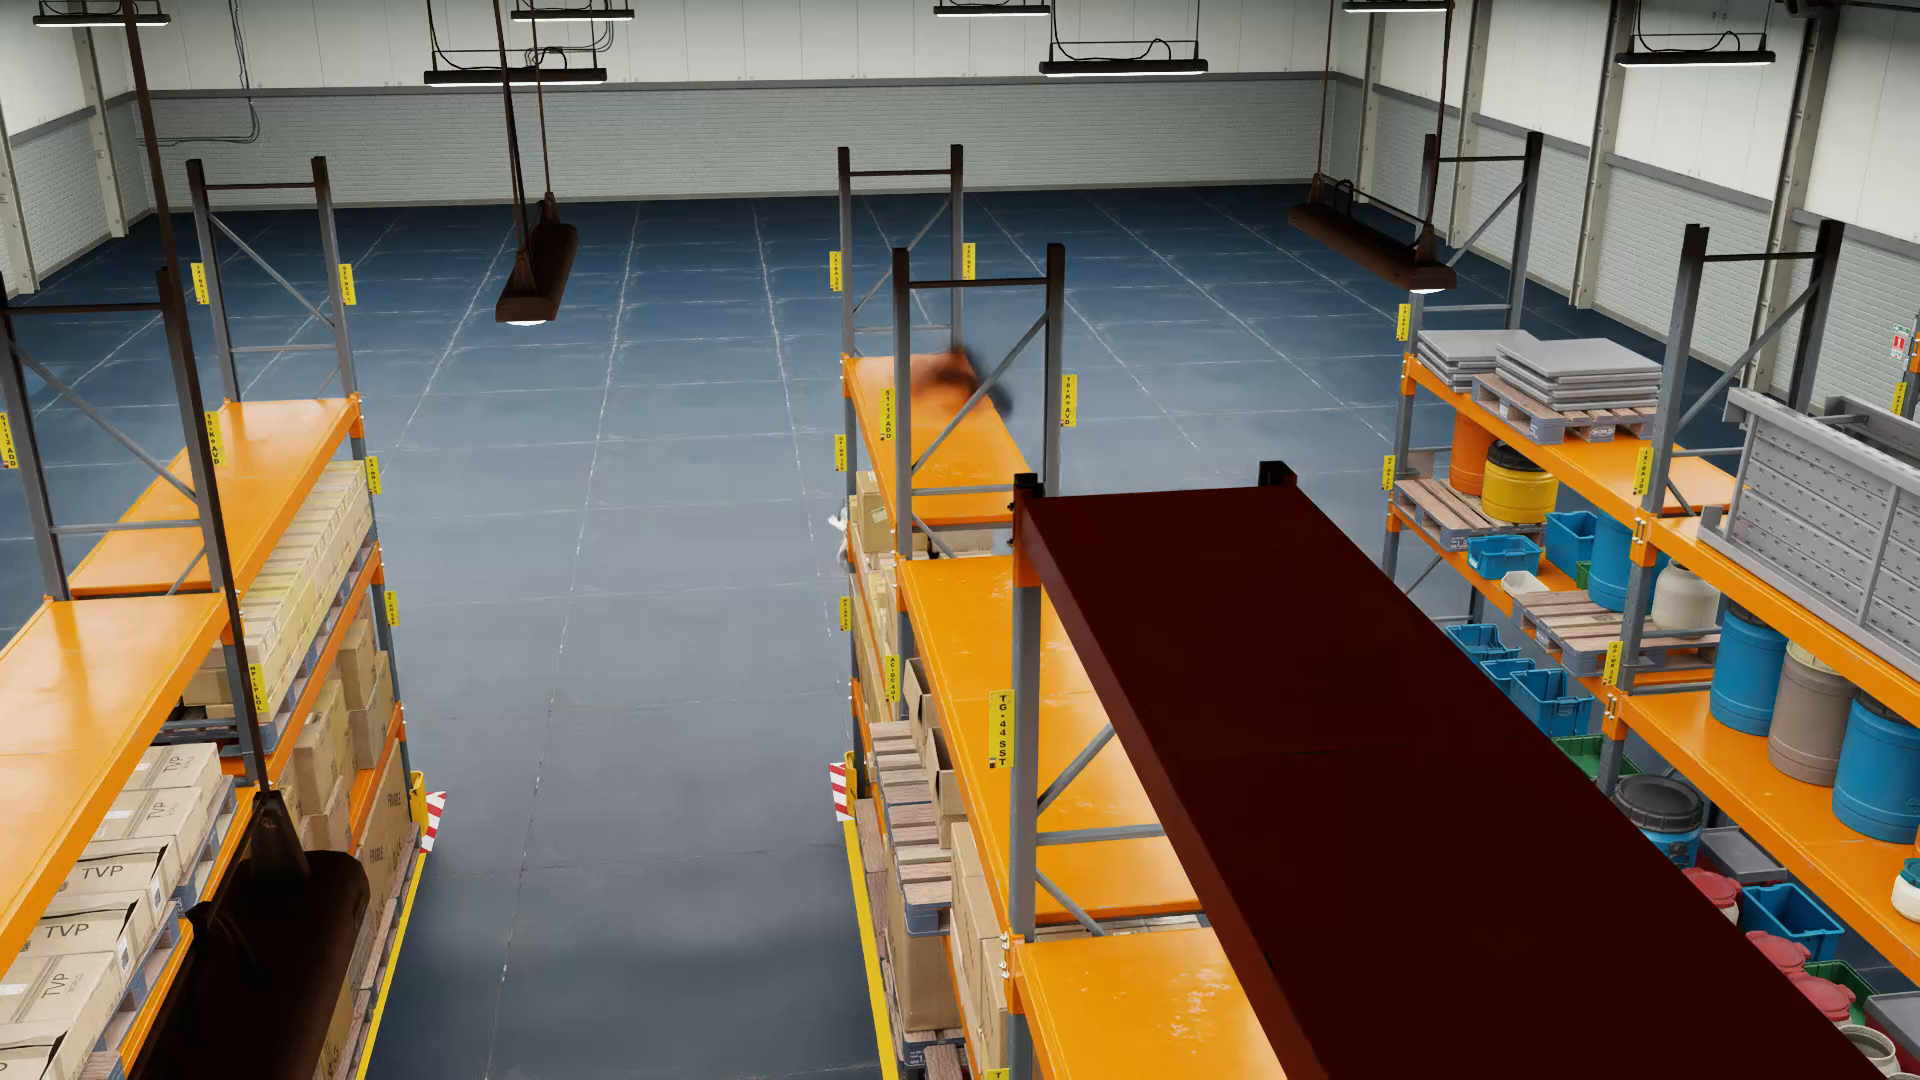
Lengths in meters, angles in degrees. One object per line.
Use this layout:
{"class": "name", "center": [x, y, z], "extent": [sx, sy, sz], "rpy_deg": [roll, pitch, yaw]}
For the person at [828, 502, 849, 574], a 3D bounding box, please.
{"class": "person", "center": [-1.228, -0.016, 19.379], "extent": [0.642, 1.673, 0.583], "rpy_deg": [6, 22, 15]}
